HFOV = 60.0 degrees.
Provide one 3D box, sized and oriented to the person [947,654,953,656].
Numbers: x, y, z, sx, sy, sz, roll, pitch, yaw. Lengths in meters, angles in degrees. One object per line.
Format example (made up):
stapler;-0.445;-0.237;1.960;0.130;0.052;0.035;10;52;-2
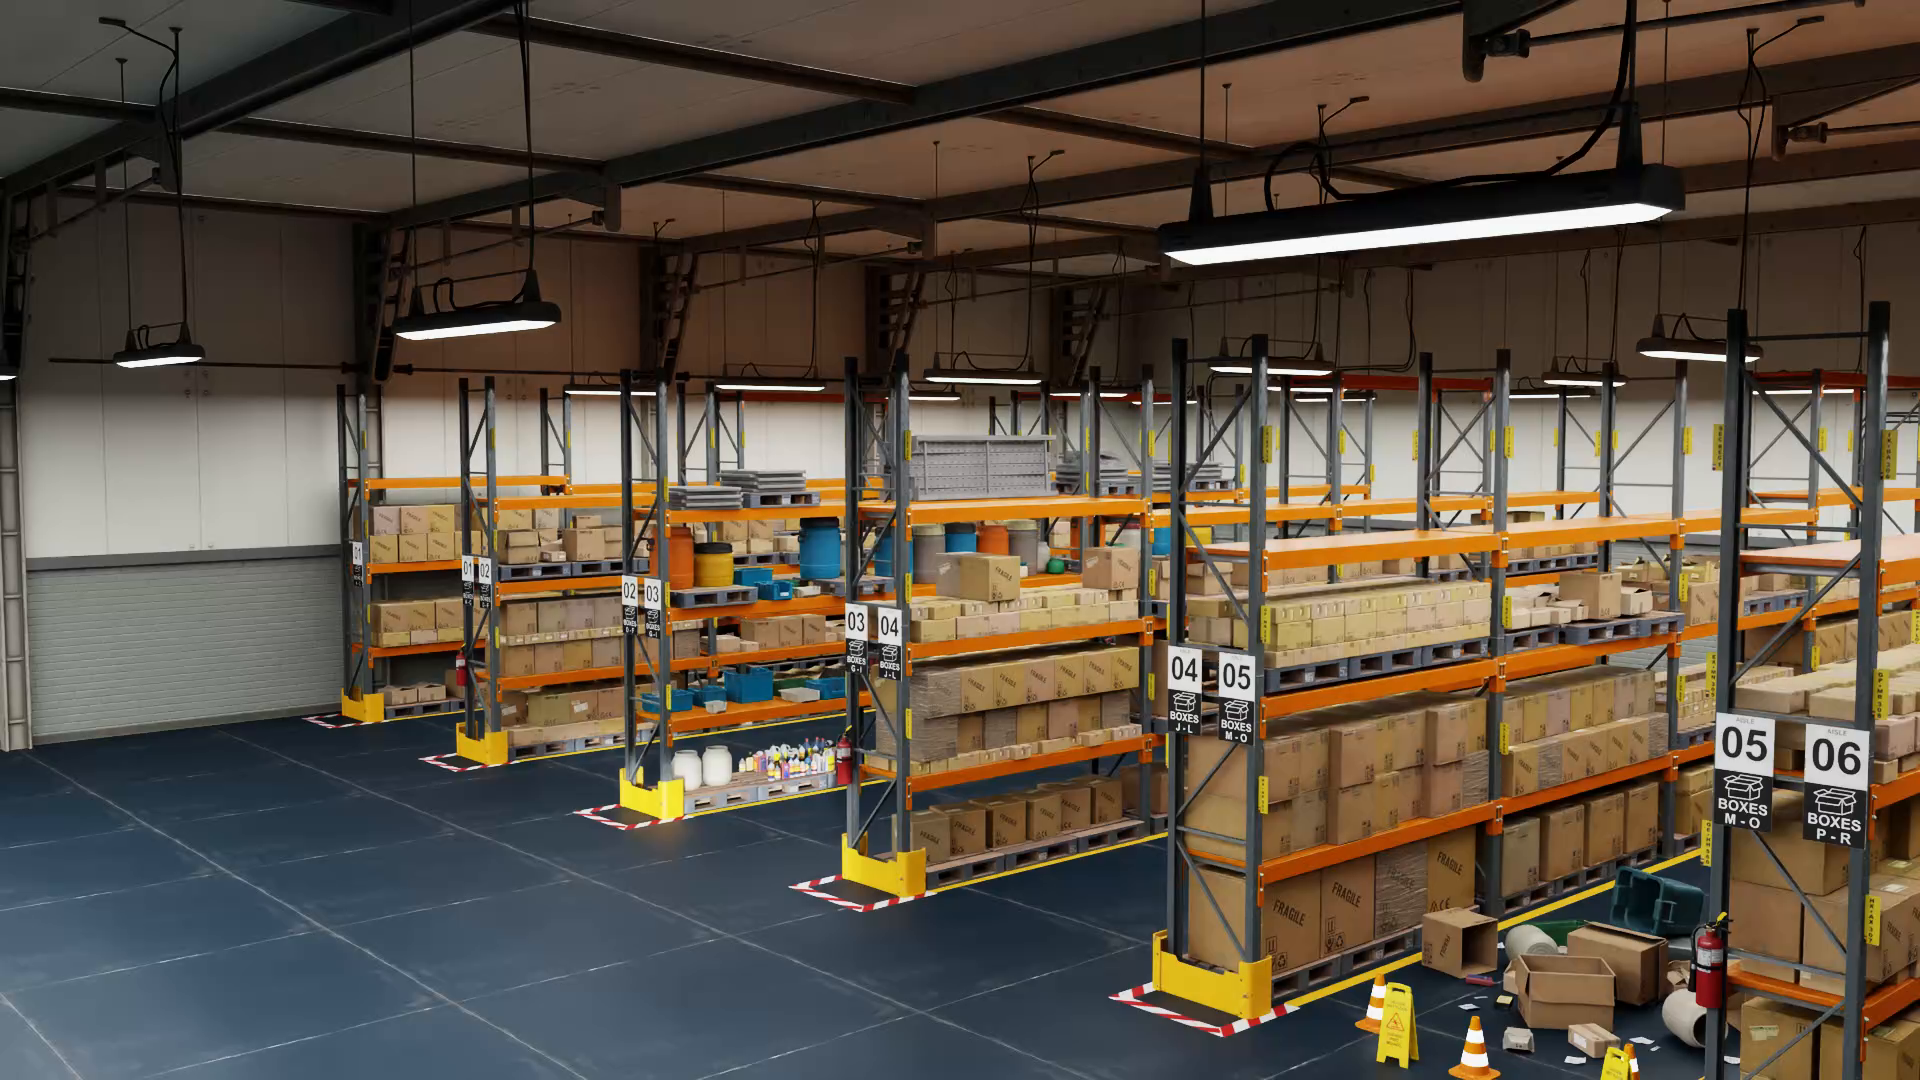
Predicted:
person;-0.295;2.420;28.566;0.487;1.708;0.520;0;4;-7

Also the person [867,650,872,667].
person;-1.944;2.109;33.913;0.481;1.583;0.511;-1;4;-21
